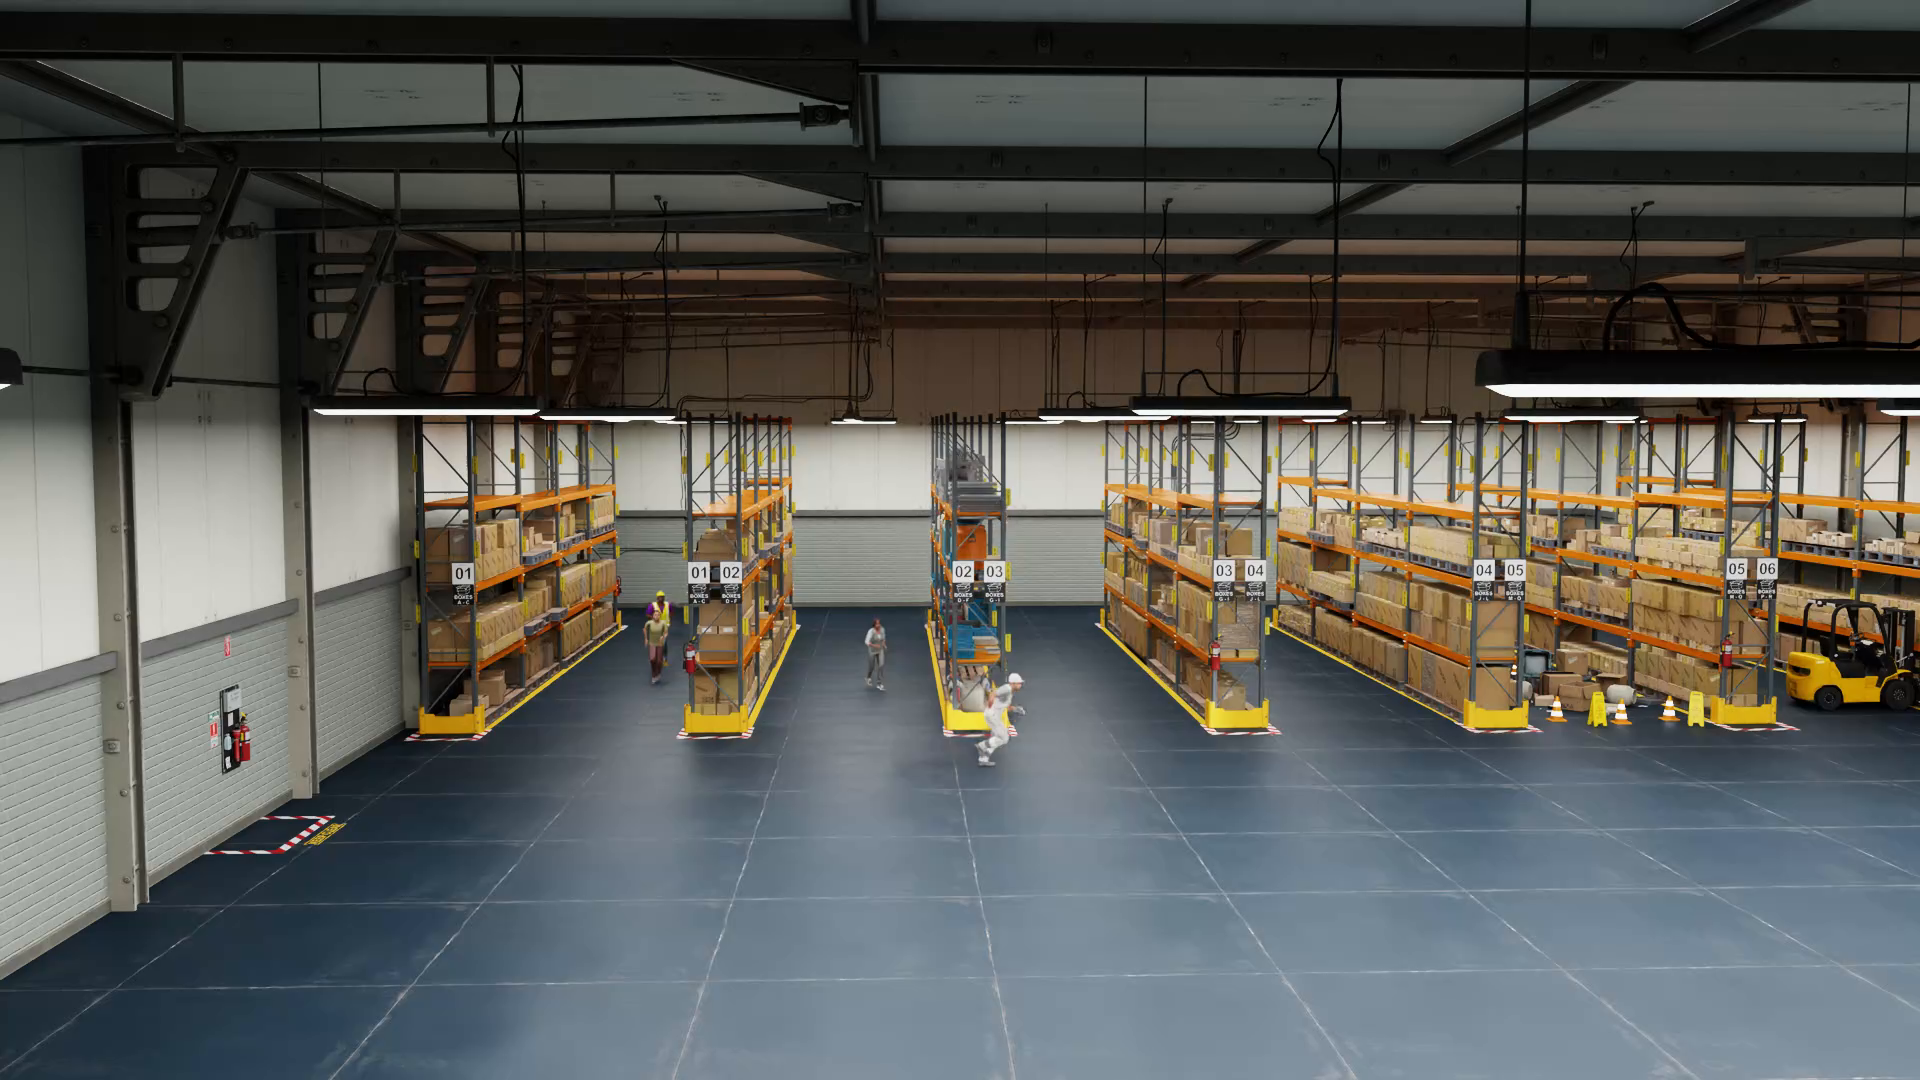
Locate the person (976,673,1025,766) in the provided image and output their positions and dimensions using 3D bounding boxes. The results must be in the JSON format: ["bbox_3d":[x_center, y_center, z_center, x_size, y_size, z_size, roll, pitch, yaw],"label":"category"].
[{"bbox_3d":[0.671,3.030,27.946,0.823,1.588,0.695,1,4,11],"label":"person"}]

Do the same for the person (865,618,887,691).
[{"bbox_3d":[-1.858,2.468,36.326,0.533,1.568,0.887,-2,4,-21],"label":"person"}]

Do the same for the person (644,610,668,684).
[{"bbox_3d":[-6.796,2.376,37.206,0.527,1.671,0.792,-1,4,-14],"label":"person"}]

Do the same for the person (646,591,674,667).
[{"bbox_3d":[-7.217,2.137,39.944,0.643,1.835,0.773,0,4,-5],"label":"person"}]
